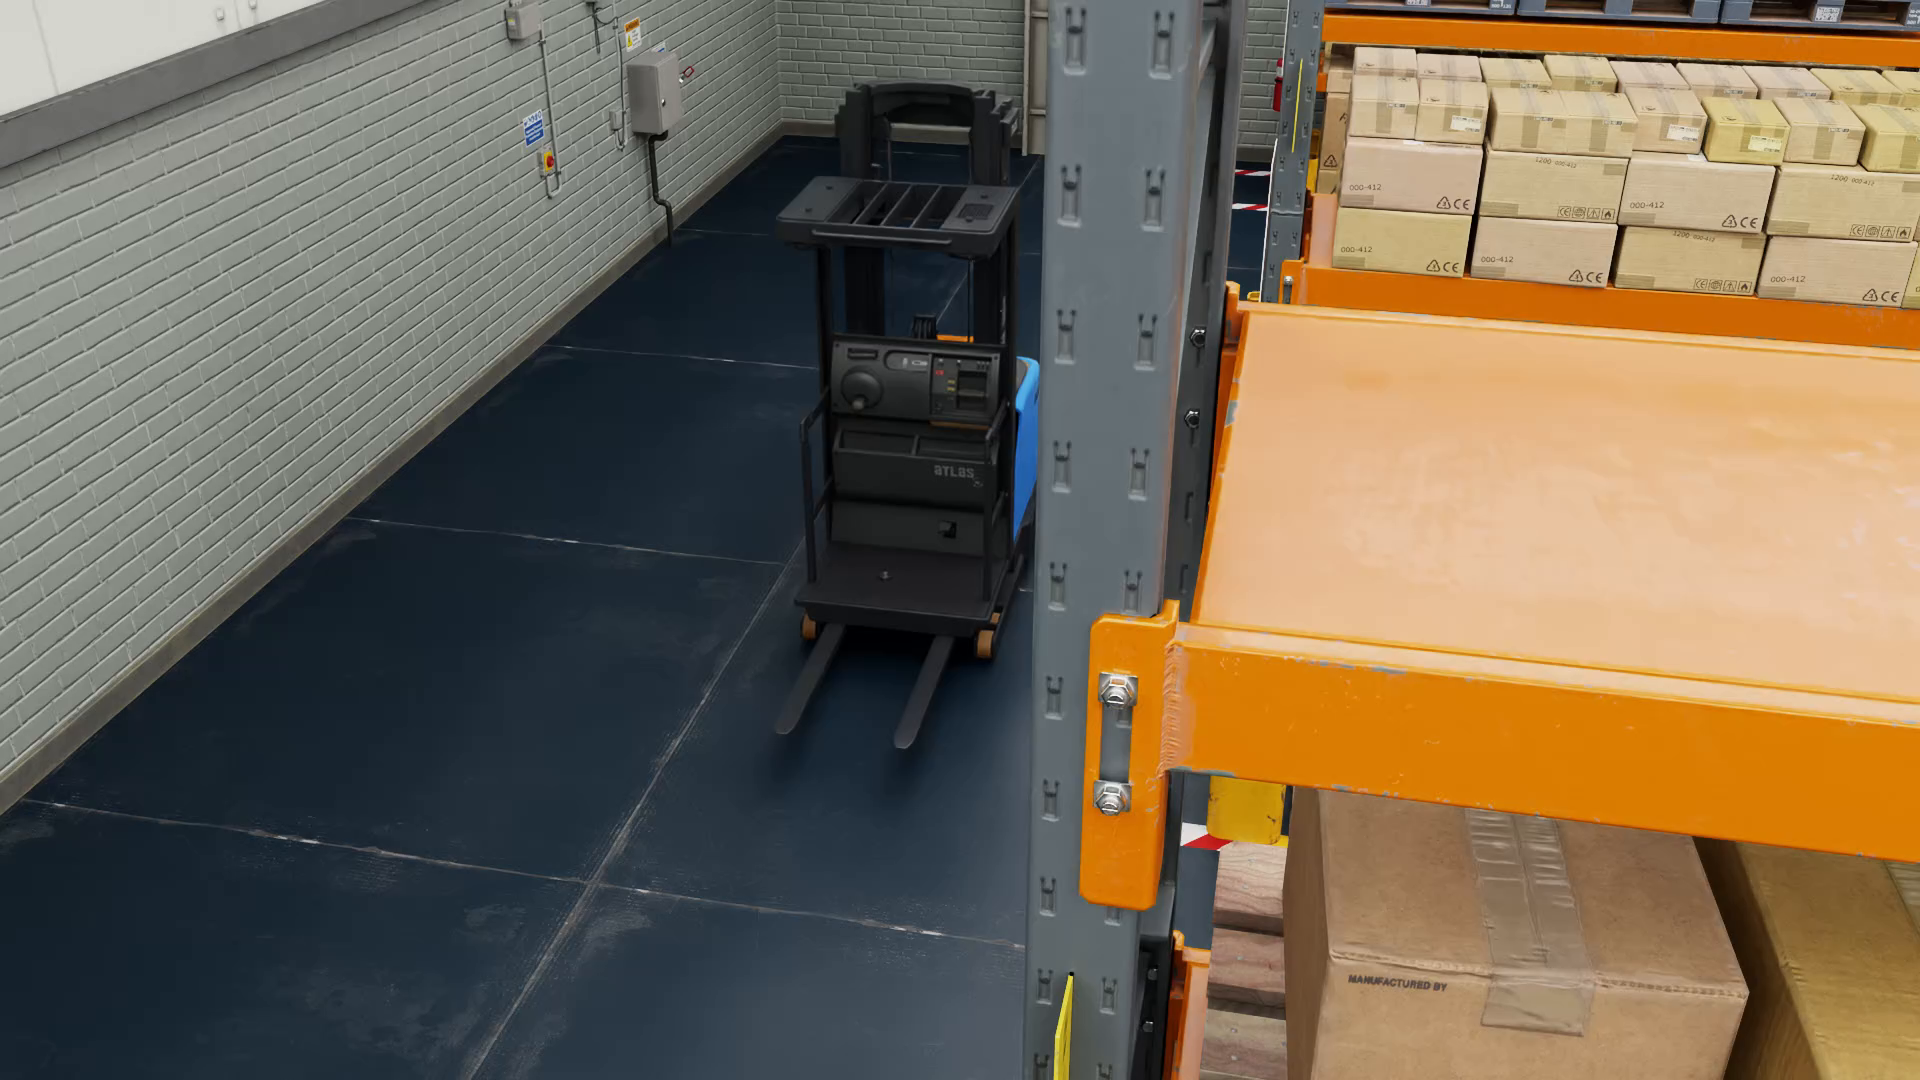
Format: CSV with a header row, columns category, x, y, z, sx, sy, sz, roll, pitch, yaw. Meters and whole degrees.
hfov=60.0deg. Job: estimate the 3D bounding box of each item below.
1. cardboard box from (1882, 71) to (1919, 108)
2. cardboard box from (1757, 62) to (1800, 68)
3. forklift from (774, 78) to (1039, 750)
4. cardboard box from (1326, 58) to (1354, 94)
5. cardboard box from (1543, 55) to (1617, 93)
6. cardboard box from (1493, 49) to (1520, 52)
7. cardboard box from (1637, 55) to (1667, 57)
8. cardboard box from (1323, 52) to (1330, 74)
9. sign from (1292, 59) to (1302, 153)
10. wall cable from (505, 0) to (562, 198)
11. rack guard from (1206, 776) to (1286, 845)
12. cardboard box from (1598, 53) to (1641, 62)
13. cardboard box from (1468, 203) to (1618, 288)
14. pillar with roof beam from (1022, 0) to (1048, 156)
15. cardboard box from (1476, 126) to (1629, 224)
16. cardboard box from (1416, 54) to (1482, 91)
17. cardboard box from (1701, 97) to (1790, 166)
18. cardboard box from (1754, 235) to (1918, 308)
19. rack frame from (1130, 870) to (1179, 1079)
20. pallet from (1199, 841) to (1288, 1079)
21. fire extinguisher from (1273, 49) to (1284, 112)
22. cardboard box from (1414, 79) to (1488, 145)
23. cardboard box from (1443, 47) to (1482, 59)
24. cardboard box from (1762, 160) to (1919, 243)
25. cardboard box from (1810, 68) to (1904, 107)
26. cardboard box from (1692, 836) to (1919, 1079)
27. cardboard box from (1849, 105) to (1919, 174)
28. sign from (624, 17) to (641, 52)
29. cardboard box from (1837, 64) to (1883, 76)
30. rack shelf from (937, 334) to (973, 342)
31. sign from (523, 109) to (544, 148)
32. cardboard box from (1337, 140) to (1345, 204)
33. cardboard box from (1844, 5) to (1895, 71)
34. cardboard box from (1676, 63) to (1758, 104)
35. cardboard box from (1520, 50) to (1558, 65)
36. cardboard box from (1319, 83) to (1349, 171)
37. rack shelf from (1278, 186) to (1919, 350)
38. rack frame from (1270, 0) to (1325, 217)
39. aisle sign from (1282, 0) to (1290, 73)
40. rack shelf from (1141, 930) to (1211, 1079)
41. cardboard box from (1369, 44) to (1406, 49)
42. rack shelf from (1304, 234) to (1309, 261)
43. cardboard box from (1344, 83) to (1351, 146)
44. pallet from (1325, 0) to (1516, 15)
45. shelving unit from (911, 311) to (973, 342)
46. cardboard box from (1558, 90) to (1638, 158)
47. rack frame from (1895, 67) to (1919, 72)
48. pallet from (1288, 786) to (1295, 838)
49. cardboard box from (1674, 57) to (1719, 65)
category,x,y,z,sx,sy,sz,roll,pitch,yaw
cardboard box,3.777,-1.719,6.524,0.250,0.149,0.380,7,30,13
cardboard box,5.453,-3.057,11.051,0.250,0.149,0.380,6,29,10
forklift,-0.284,-0.818,8.854,1.130,2.935,3.031,6,29,10
cardboard box,2.598,-3.114,11.157,0.250,0.149,0.380,6,29,12
cardboard box,2.513,-1.855,6.774,0.250,0.149,0.380,6,29,11
cardboard box,5.223,-4.596,15.530,0.500,0.250,0.500,5,29,9
cardboard box,6.212,-4.488,15.332,0.500,0.250,0.500,6,29,11
cardboard box,3.606,-4.573,15.902,0.250,0.149,0.380,6,29,10
sign,1.261,-1.623,6.218,0.005,0.325,0.100,6,29,11
wall cable,-3.210,-3.527,12.640,0.123,1.953,0.585,6,29,11
rack guard,1.448,0.926,8.201,0.348,0.500,1.175,6,29,11
cardboard box,4.481,-3.194,11.302,0.250,0.149,0.380,6,29,11
cardboard box,2.274,-1.208,6.528,0.500,0.250,0.500,7,29,12
pillar with roof beam,-0.006,-6.148,12.271,0.400,9.000,9.100,6,29,11
cardboard box,2.260,-1.430,6.412,0.500,0.250,0.500,6,29,10
cardboard box,1.986,-1.866,6.794,0.250,0.149,0.380,6,29,11
cardboard box,2.889,-1.516,6.153,0.250,0.149,0.380,7,29,12
cardboard box,3.283,-1.106,6.341,0.500,0.250,0.500,6,29,10
rack frame,0.240,2.141,3.378,0.127,3.000,1.000,6,29,11
pallet,0.967,0.933,2.552,1.213,0.211,1.003,6,29,11
fire extinguisher,3.102,-4.445,15.876,0.183,0.674,0.296,6,29,11
cardboard box,1.889,-1.649,6.397,0.250,0.149,0.380,7,29,13
cardboard box,3.463,-3.293,11.483,0.250,0.149,0.380,7,29,12
cardboard box,3.247,-1.323,6.218,0.500,0.250,0.500,5,29,9
cardboard box,3.518,-1.739,6.561,0.250,0.149,0.380,5,29,9
cardboard box,1.284,0.693,2.253,0.500,0.500,0.700,5,29,9
cardboard box,3.401,-1.458,6.048,0.250,0.149,0.380,5,29,10
sign,-2.843,-4.397,14.459,0.001,0.242,0.339,6,29,11
cardboard box,5.966,-3.033,11.007,0.250,0.149,0.380,5,29,10
rack shelf,-0.037,-1.192,10.522,0.480,0.148,0.258,5,29,10
sign,-3.280,-3.170,12.797,0.001,0.218,0.327,6,29,11
cardboard box,1.874,-1.507,7.074,0.500,0.250,0.500,5,29,9
cardboard box,8.187,-4.466,14.905,0.500,0.500,0.700,6,29,11
cardboard box,3.007,-1.784,6.644,0.250,0.149,0.380,6,29,12
cardboard box,3.961,-3.236,11.378,0.250,0.149,0.380,7,29,12
cardboard box,2.719,-2.814,11.283,0.500,0.500,0.500,5,29,9
rack shelf,3.330,-0.978,6.700,4.000,0.370,1.077,6,29,11
rack frame,1.374,-2.810,6.174,0.127,3.000,1.000,6,29,11
aisle sign,2.178,-3.524,11.019,0.004,0.787,0.394,6,29,11
rack shelf,2.195,1.341,2.464,4.000,0.370,1.077,6,29,11
cardboard box,2.955,-3.324,11.539,0.250,0.149,0.380,6,29,11
rack shelf,4.265,-1.997,11.685,4.000,0.370,1.077,6,29,11
cardboard box,1.878,-1.721,6.944,0.500,0.250,0.500,5,29,9
pallet,3.037,-3.721,11.053,1.213,0.211,1.003,6,29,11
shelving unit,-0.037,-0.848,10.711,0.503,1.200,0.258,5,29,10
cardboard box,2.377,-1.563,6.240,0.250,0.149,0.380,6,29,11
rack frame,6.221,-2.112,11.146,0.127,3.000,1.000,6,29,11
pallet,2.236,1.150,8.091,1.213,0.211,1.003,6,29,11
cardboard box,4.970,-3.150,11.222,0.250,0.149,0.380,5,29,9
